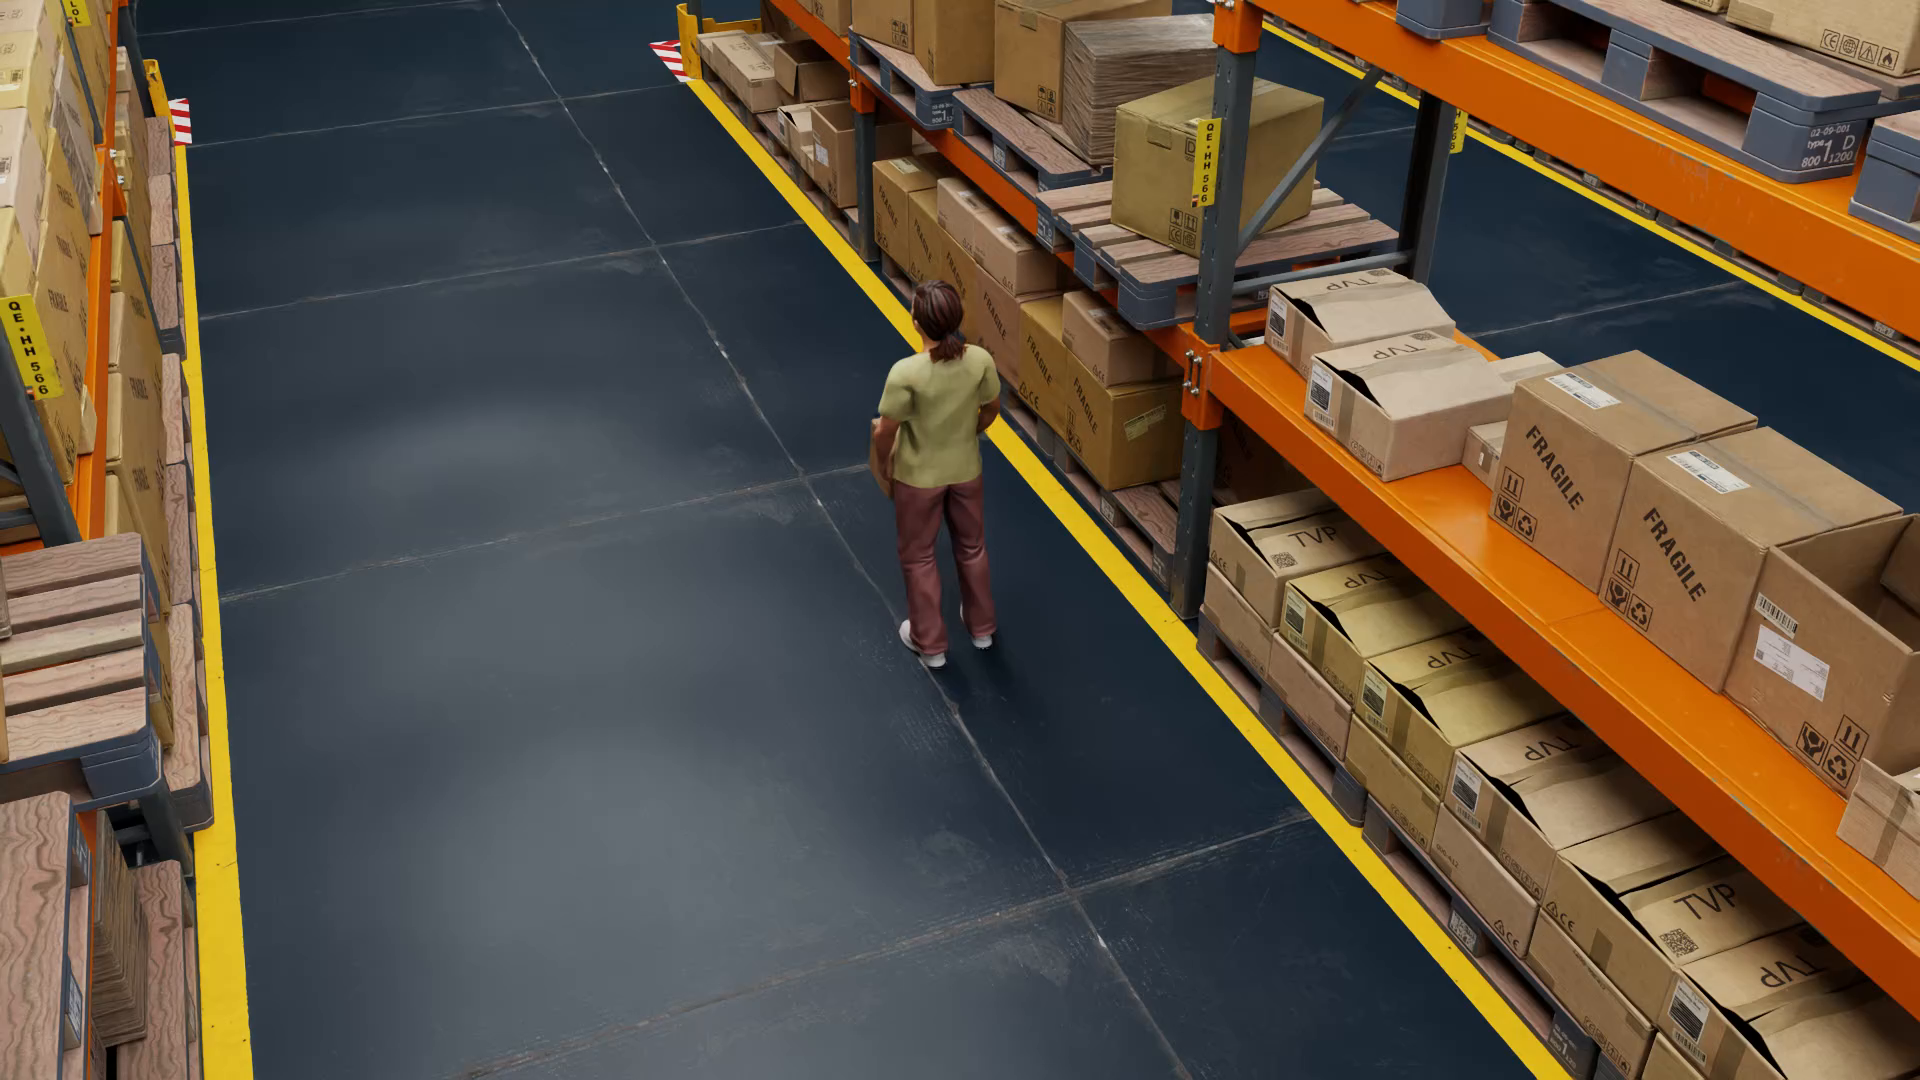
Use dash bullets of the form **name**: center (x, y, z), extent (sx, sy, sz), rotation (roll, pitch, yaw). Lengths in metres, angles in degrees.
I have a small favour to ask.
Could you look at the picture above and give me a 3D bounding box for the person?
- **person**: center (-0.096, -0.256, 6.532), extent (0.519, 1.667, 0.394), rotation (-13, 36, -18)
